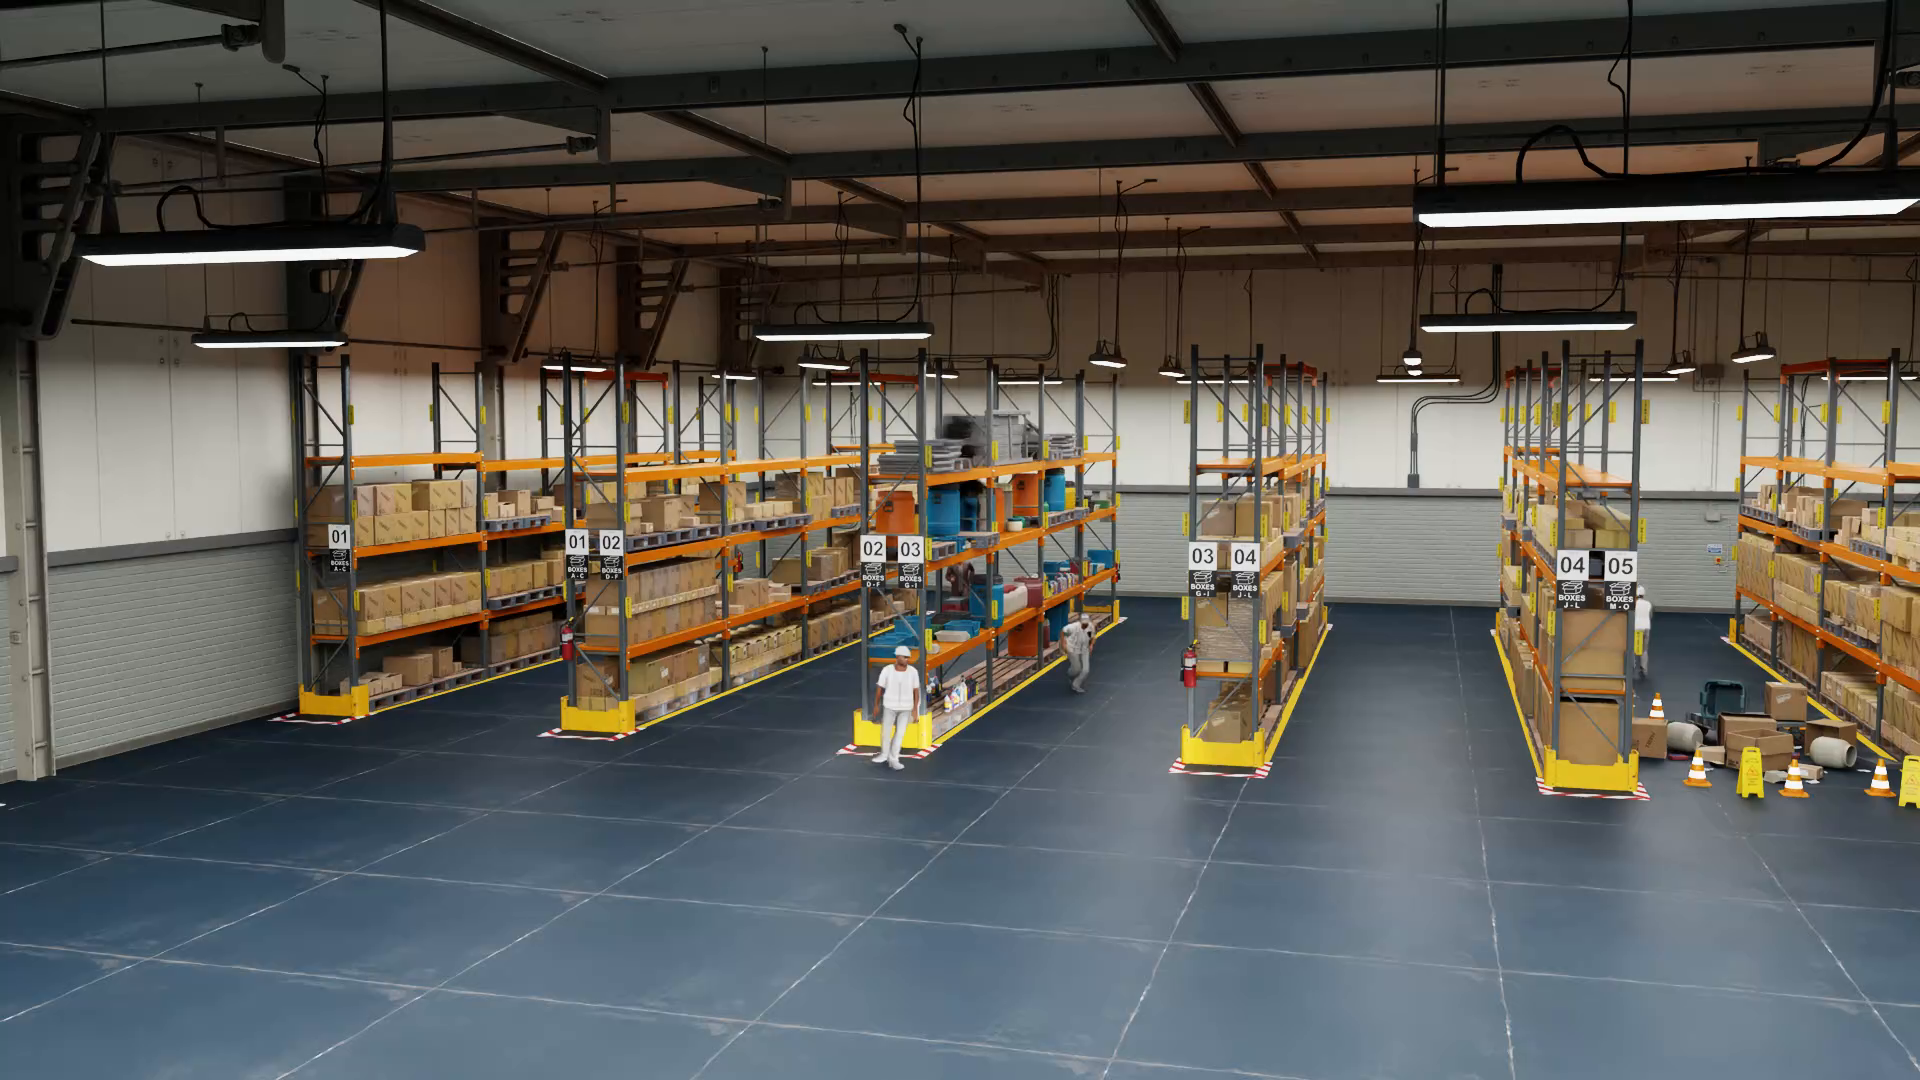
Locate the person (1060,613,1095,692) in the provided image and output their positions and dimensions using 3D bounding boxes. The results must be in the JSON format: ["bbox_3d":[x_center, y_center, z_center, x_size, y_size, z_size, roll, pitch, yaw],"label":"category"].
[{"bbox_3d":[2.122,2.034,29.964,0.629,1.475,0.851,-1,4,-16],"label":"person"}]

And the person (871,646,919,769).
[{"bbox_3d":[-0.912,2.360,23.497,0.671,1.753,0.438,-1,4,-11],"label":"person"}]

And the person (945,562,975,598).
[{"bbox_3d":[0.002,1.151,39.235,0.690,1.736,1.130,0,4,1],"label":"person"}]

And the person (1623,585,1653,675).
[{"bbox_3d":[13.044,1.724,31.973,0.577,1.682,0.940,1,4,9],"label":"person"}]
